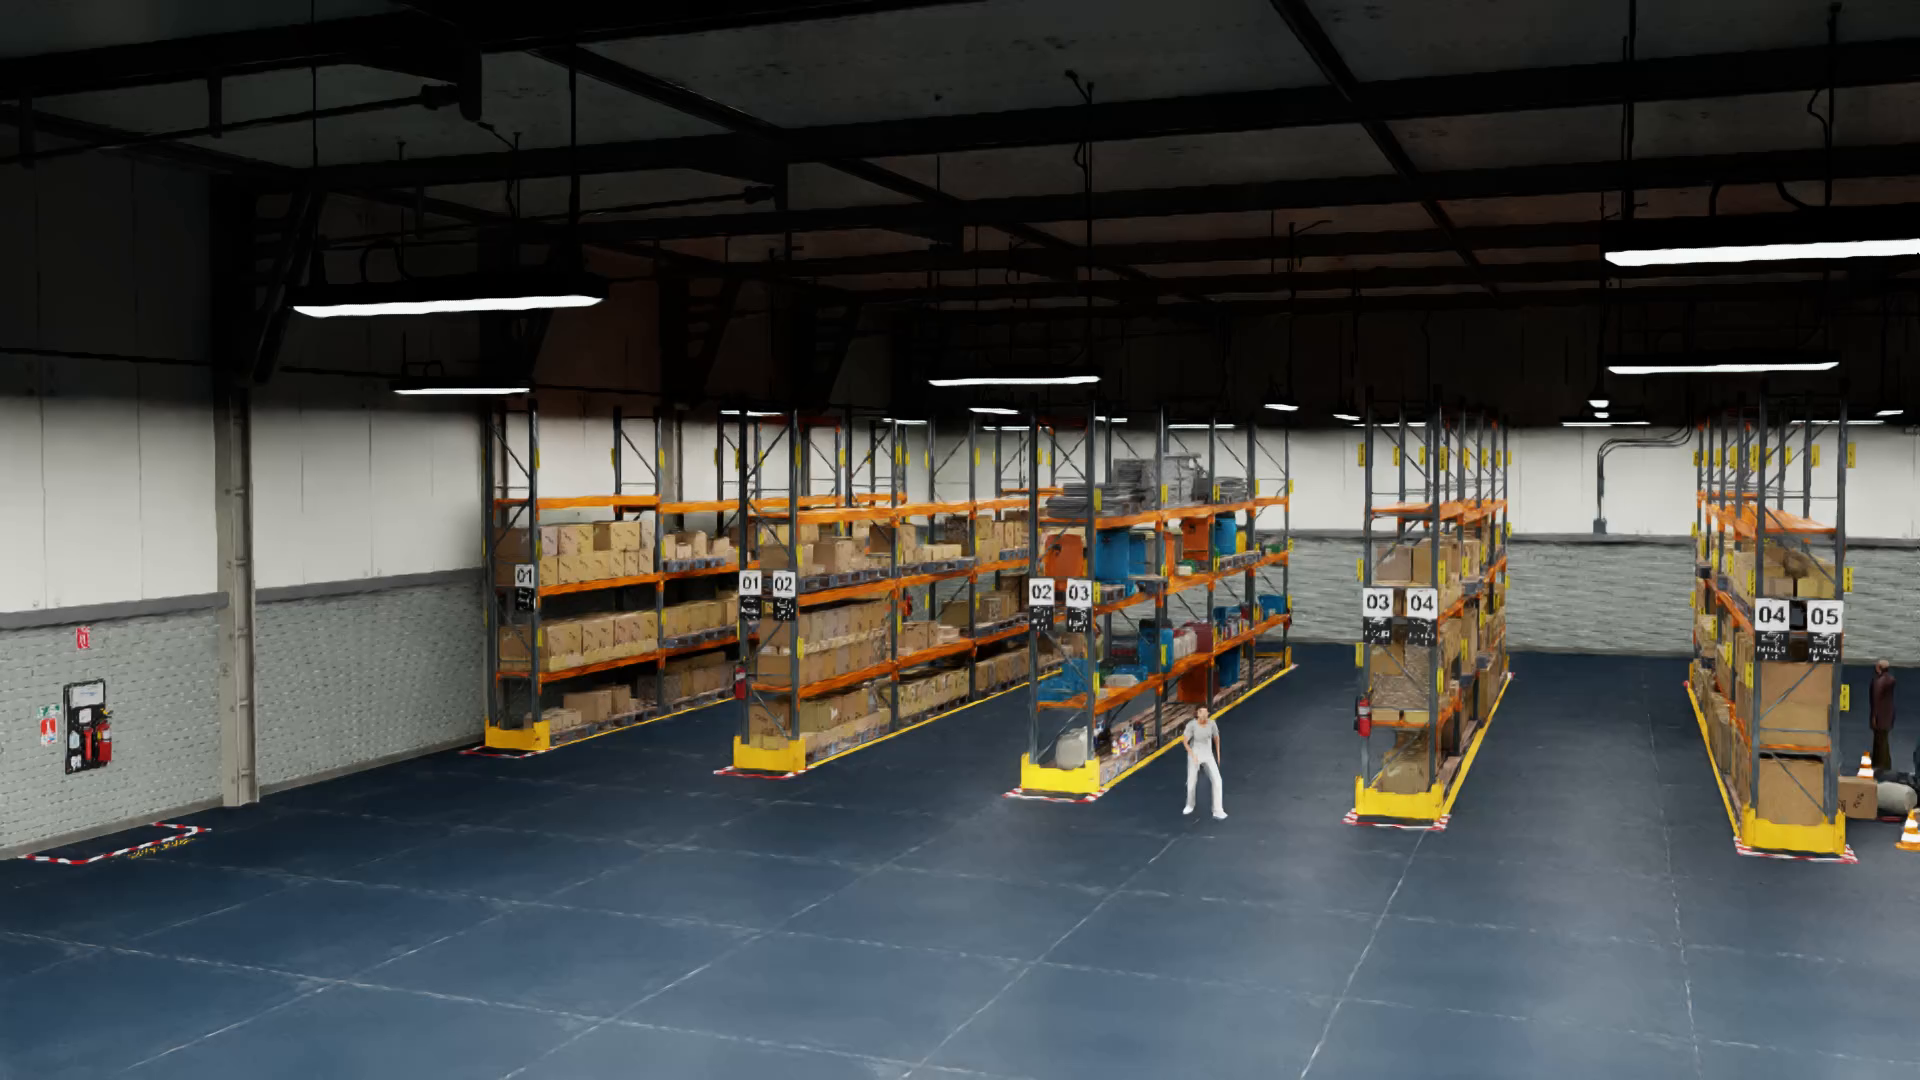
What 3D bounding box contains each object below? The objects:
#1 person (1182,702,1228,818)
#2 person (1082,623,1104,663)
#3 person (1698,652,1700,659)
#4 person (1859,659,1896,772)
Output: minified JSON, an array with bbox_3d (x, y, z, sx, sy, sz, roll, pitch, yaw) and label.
[{"bbox_3d":[3.384,3.046,23.169,0.600,1.614,0.774,0,3,0],"label":"person"},{"bbox_3d":[2.836,2.502,34.397,0.603,1.600,0.799,1,3,27],"label":"person"},{"bbox_3d":[17.916,2.161,40.000,0.595,1.757,0.595,-1,3,-22],"label":"person"},{"bbox_3d":[14.639,2.788,26.529,0.636,1.782,0.551,-2,4,-38],"label":"person"}]
